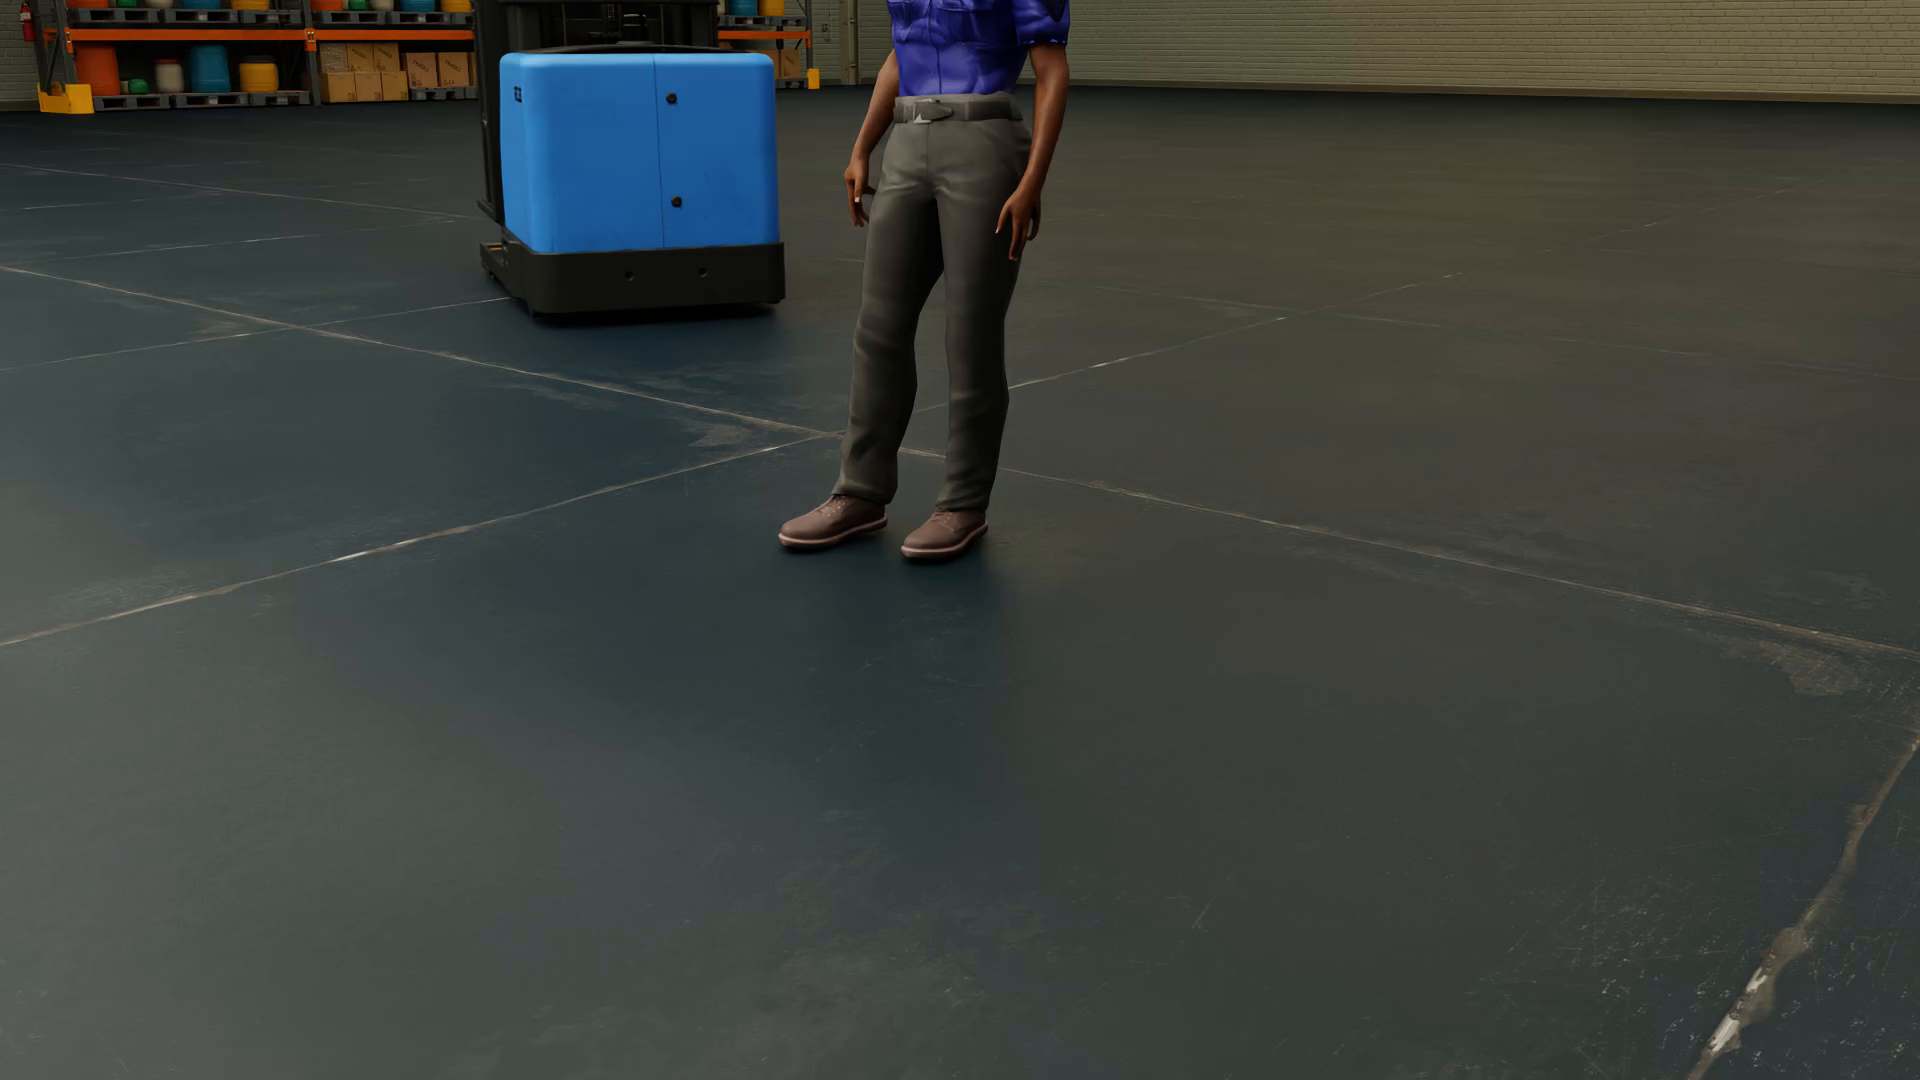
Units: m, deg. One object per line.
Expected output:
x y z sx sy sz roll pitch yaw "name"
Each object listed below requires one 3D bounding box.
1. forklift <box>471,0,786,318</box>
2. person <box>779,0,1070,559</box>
-1.750 -2.702 7.796 1.130 2.935 3.031 -6 18 -20 "forklift"
-0.071 -0.782 3.647 0.569 1.654 0.504 13 21 37 "person"
